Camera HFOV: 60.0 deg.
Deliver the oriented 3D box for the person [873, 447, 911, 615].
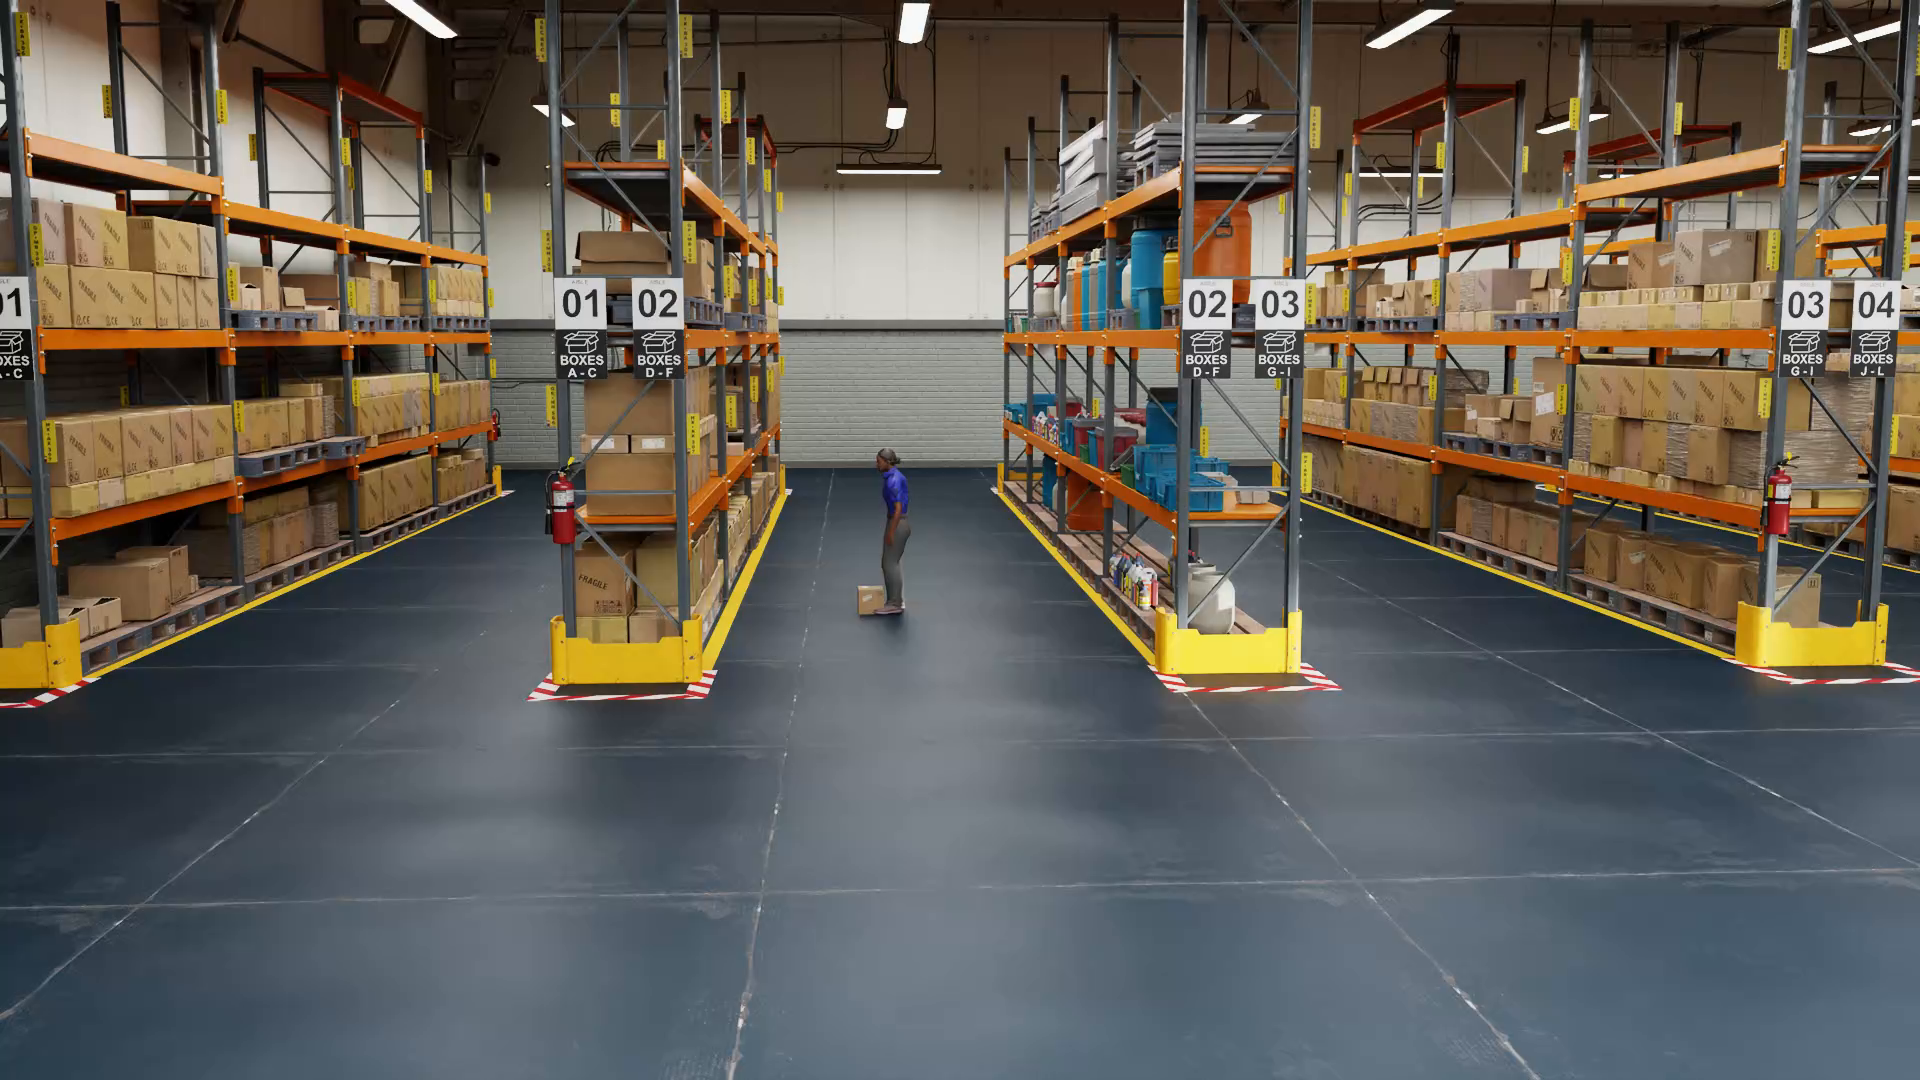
[{"bbox_3d":[-0.685,-0.099,16.581,0.391,1.655,0.507,0,7,-4],"label":"person"}]
